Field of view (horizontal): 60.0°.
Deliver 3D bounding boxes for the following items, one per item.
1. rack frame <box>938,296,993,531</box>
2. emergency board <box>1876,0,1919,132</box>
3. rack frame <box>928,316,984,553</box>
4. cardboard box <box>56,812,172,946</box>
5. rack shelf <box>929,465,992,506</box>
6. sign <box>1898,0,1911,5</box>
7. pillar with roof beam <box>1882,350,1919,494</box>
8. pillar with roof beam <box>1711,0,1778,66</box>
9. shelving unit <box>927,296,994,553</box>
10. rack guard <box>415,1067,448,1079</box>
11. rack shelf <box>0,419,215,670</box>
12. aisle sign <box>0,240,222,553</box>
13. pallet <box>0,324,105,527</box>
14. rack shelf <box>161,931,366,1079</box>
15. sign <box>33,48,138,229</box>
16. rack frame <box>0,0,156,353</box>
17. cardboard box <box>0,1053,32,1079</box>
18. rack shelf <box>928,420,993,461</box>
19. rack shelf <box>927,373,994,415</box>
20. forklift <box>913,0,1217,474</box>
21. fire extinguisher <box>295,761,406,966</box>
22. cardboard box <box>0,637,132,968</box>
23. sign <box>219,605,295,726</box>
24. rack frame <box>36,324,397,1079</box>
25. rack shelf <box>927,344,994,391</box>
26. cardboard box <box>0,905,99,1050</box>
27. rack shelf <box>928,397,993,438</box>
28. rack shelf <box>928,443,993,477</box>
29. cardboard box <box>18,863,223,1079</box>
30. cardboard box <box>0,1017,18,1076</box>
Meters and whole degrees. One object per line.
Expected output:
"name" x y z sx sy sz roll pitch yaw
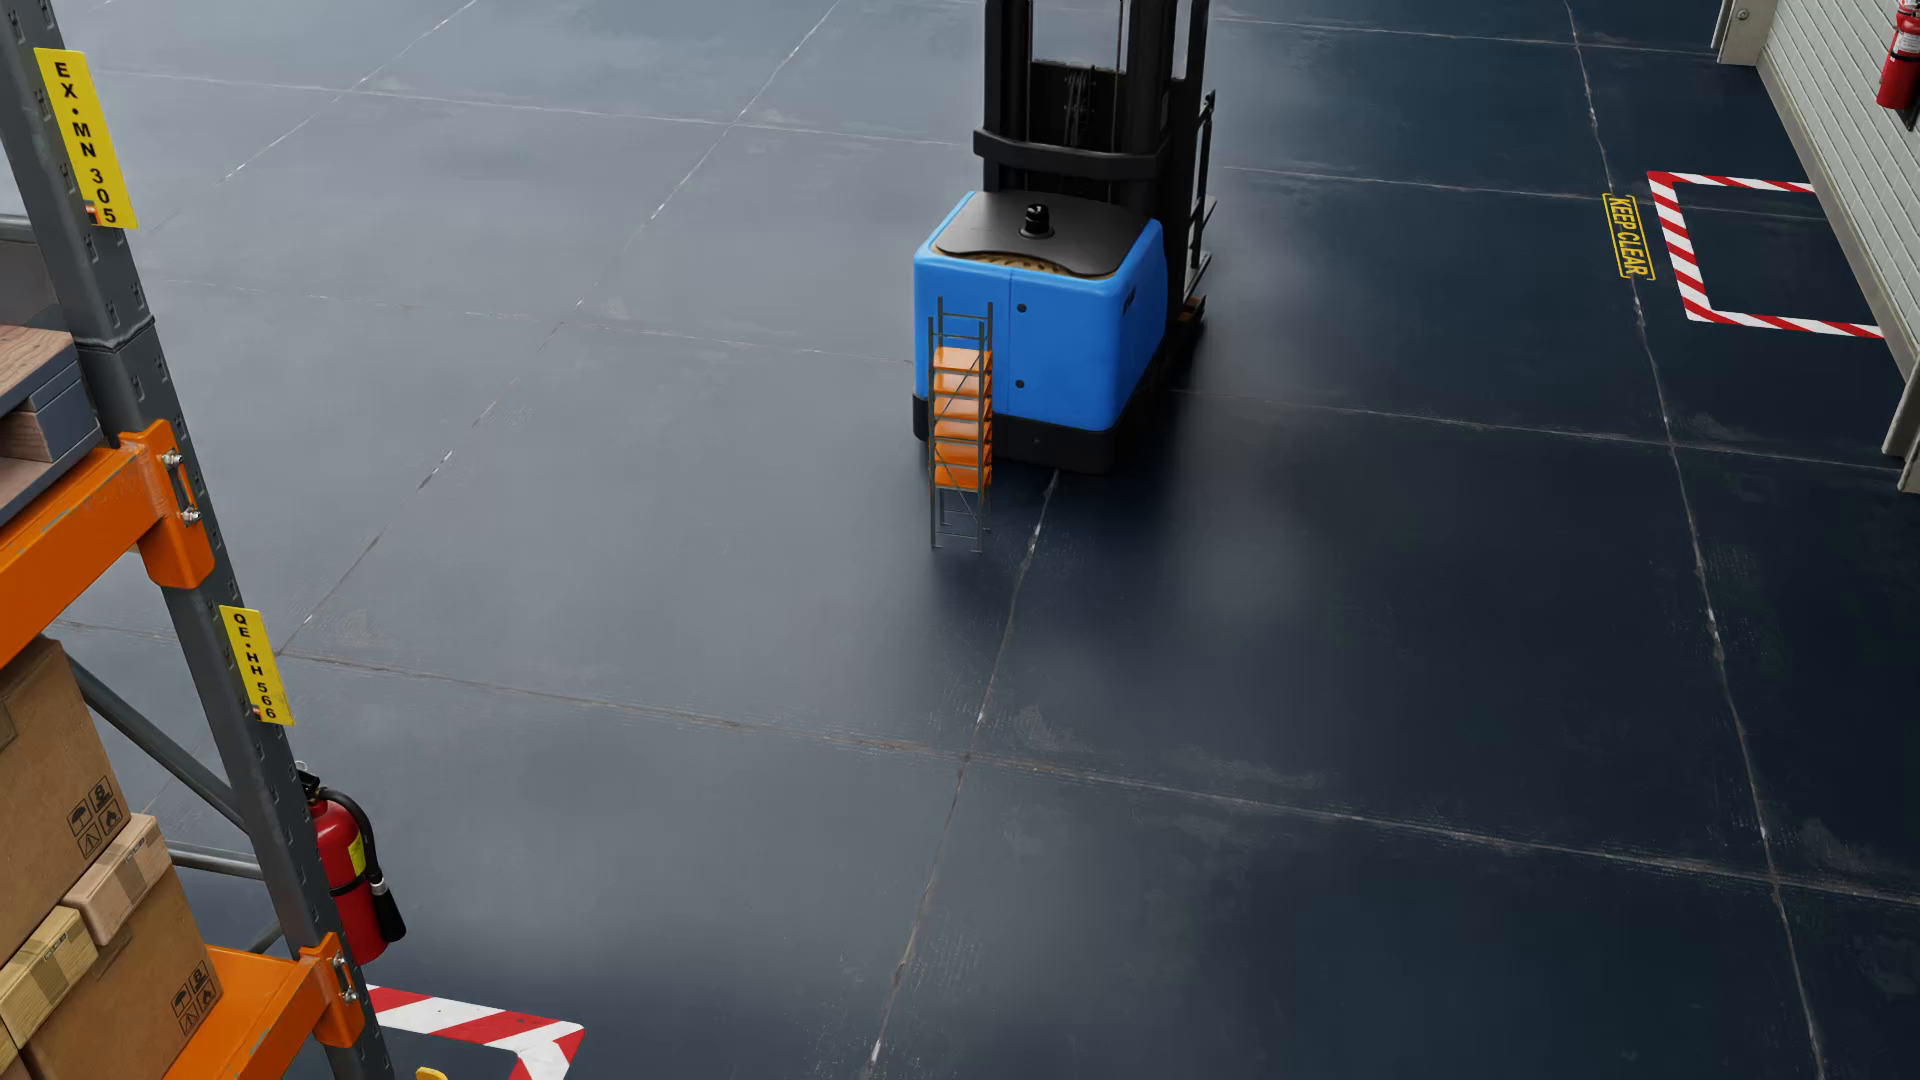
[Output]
"rack frame" 0.023 -0.547 7.482 0.240 1.200 0.006 7 37 10
"emergency board" 5.322 -2.958 9.275 0.194 1.169 0.643 7 37 10
"rack frame" -0.016 -0.442 7.337 0.240 1.200 0.006 7 37 10
"cardboard box" -1.956 0.705 3.583 0.380 0.149 0.250 7 36 9
"rack shelf" 0.003 -0.264 7.576 0.258 0.103 0.180 7 37 10
"sign" 5.541 -3.276 9.684 0.001 0.329 0.234 7 37 10
"pillar with roof beam" 0.552 -4.515 6.311 9.100 9.000 0.400 7 37 10
"pillar with roof beam" 1.833 -7.954 11.057 9.100 9.000 0.400 7 37 10
"shelving unit" 0.003 -0.494 7.409 0.258 1.200 0.189 7 37 10
"rack guard" -2.055 1.764 4.890 1.175 0.500 0.348 7 37 10
"rack shelf" -2.487 0.989 1.887 1.077 0.370 4.000 7 37 10
"aisle sign" -1.759 -0.288 3.376 0.394 0.787 0.004 7 37 10
"pallet" -2.236 -0.011 2.729 1.003 0.211 1.213 7 37 10
"rack shelf" -2.487 2.203 2.767 1.077 0.370 4.000 7 37 10
"sign" -1.533 -0.700 2.916 0.100 0.325 0.005 7 37 10
"rack frame" -2.060 -1.664 2.377 1.000 3.000 0.127 7 37 10
"cardboard box" -2.280 1.293 3.325 0.700 0.500 0.500 8 37 11
"rack shelf" 0.003 -0.458 7.435 0.258 0.103 0.180 7 37 10
"rack shelf" 0.003 -0.652 7.295 0.258 0.103 0.180 7 37 10
"forklift" 0.749 -2.368 8.519 1.130 2.935 3.031 12 38 16
"fire extinguisher" -1.581 0.787 4.174 0.296 0.674 0.183 7 37 10
"cardboard box" -2.184 0.496 3.319 0.700 0.500 0.500 7 37 10
"sign" -1.533 0.277 3.624 0.100 0.325 0.005 7 37 10
"rack frame" -2.060 0.765 4.138 1.000 3.000 0.127 7 37 10
"rack shelf" 0.003 -0.750 7.224 0.258 0.103 0.180 7 37 10
"cardboard box" -2.010 0.855 3.376 0.380 0.149 0.250 8 37 11
"rack shelf" 0.003 -0.555 7.365 0.258 0.103 0.180 7 37 10
"rack shelf" 0.003 -0.361 7.506 0.258 0.103 0.180 7 37 10
"cardboard box" -2.172 0.991 3.741 0.700 0.500 0.500 7 37 10
"cardboard box" -2.065 1.002 3.173 0.380 0.149 0.250 7 36 9
